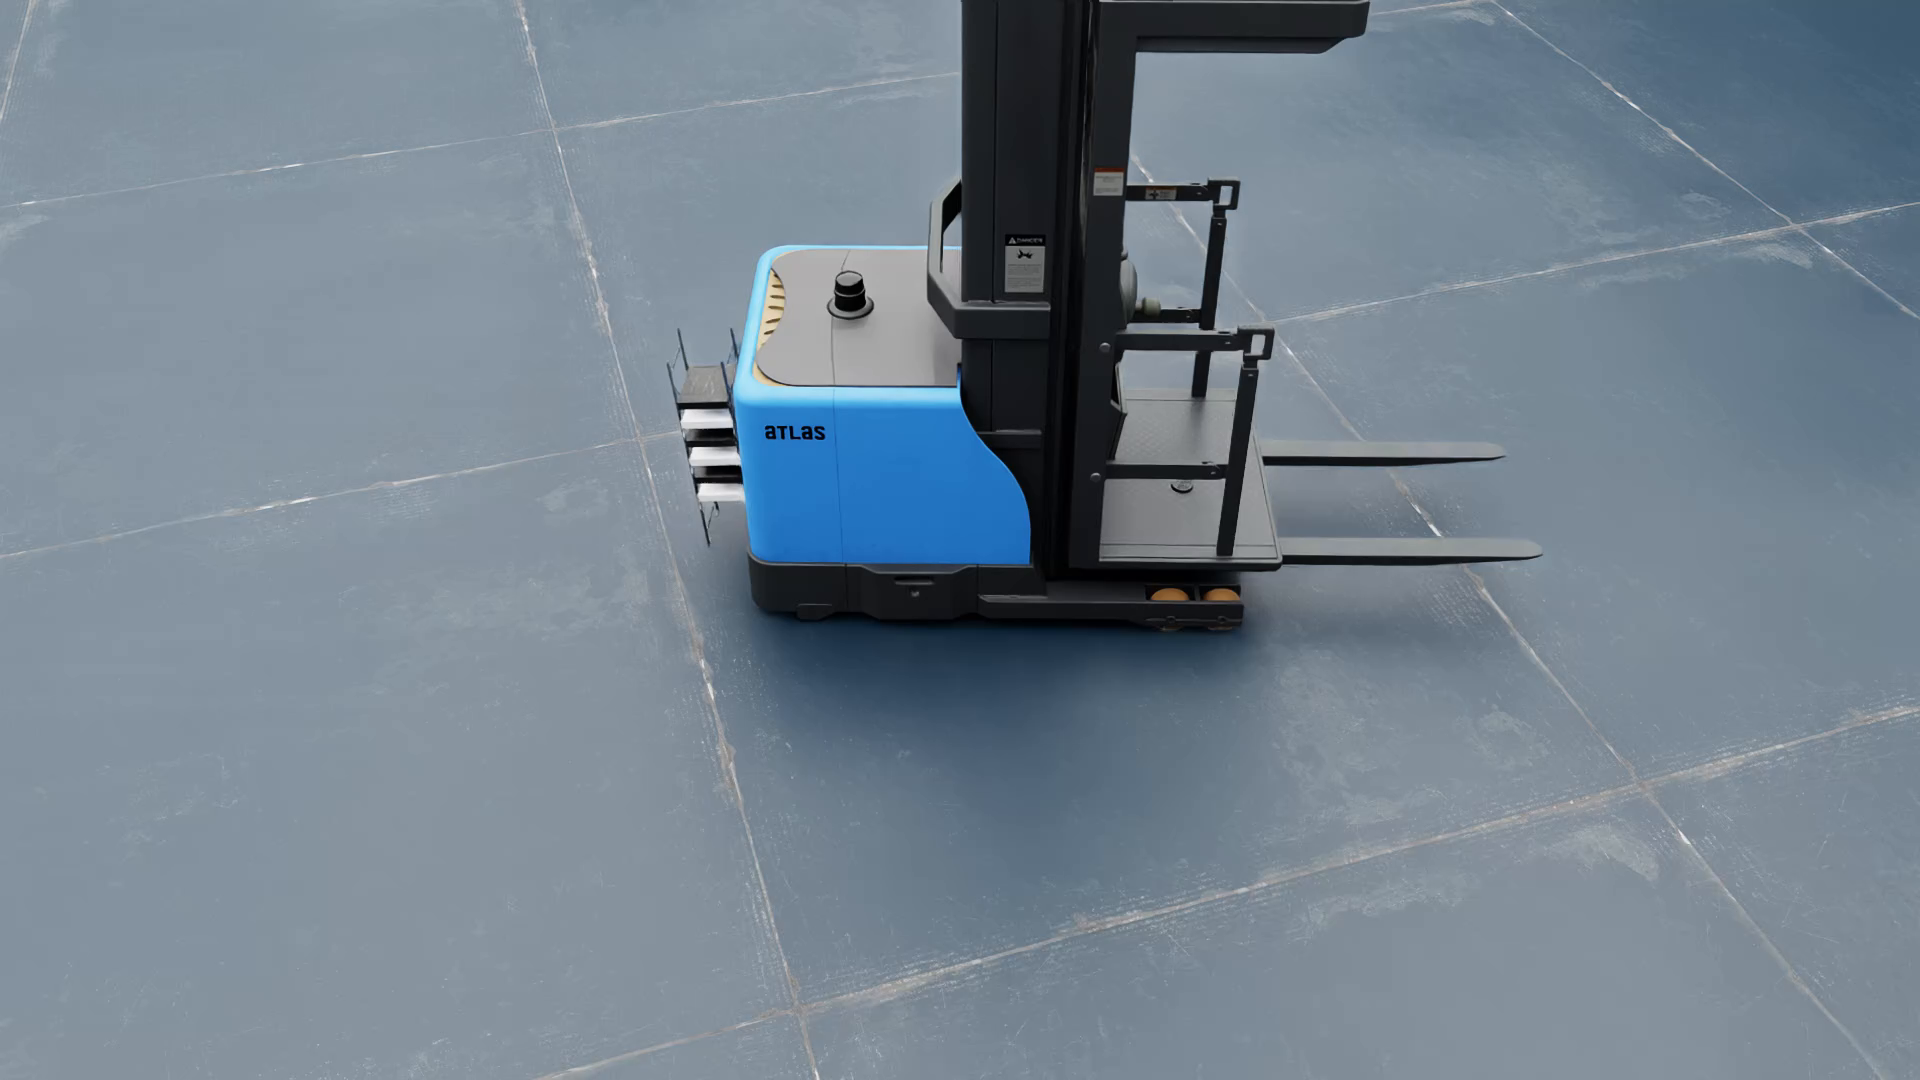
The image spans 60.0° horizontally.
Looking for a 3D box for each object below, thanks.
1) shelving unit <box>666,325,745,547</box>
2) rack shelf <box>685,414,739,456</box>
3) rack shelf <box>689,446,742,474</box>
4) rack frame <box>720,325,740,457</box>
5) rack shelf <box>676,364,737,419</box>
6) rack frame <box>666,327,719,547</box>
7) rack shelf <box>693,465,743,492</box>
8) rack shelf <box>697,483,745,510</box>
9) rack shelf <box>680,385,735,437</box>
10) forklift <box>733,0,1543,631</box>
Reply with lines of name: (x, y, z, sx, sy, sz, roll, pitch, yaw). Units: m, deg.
shelving unit: (-0.940, -0.393, 6.505, 0.210, 0.900, 0.258, -1, 41, 5)
rack shelf: (-0.944, -0.435, 6.468, 0.200, 0.077, 0.258, -1, 41, 5)
rack shelf: (-0.938, -0.368, 6.527, 0.200, 0.077, 0.258, -1, 41, 5)
rack frame: (-0.839, -0.394, 6.496, 0.006, 0.900, 0.240, -1, 41, 5)
rack shelf: (-0.957, -0.571, 6.351, 0.200, 0.077, 0.258, -1, 41, 5)
rack frame: (-1.042, -0.391, 6.514, 0.006, 0.900, 0.240, -1, 41, 5)
rack shelf: (-0.932, -0.300, 6.586, 0.200, 0.077, 0.258, -1, 41, 5)
rack shelf: (-0.925, -0.232, 6.645, 0.200, 0.077, 0.258, -1, 41, 5)
rack shelf: (-0.951, -0.503, 6.409, 0.200, 0.077, 0.258, -1, 41, 5)
forklift: (0.718, -1.111, 5.794, 3.031, 2.935, 1.130, 0, 41, 0)
